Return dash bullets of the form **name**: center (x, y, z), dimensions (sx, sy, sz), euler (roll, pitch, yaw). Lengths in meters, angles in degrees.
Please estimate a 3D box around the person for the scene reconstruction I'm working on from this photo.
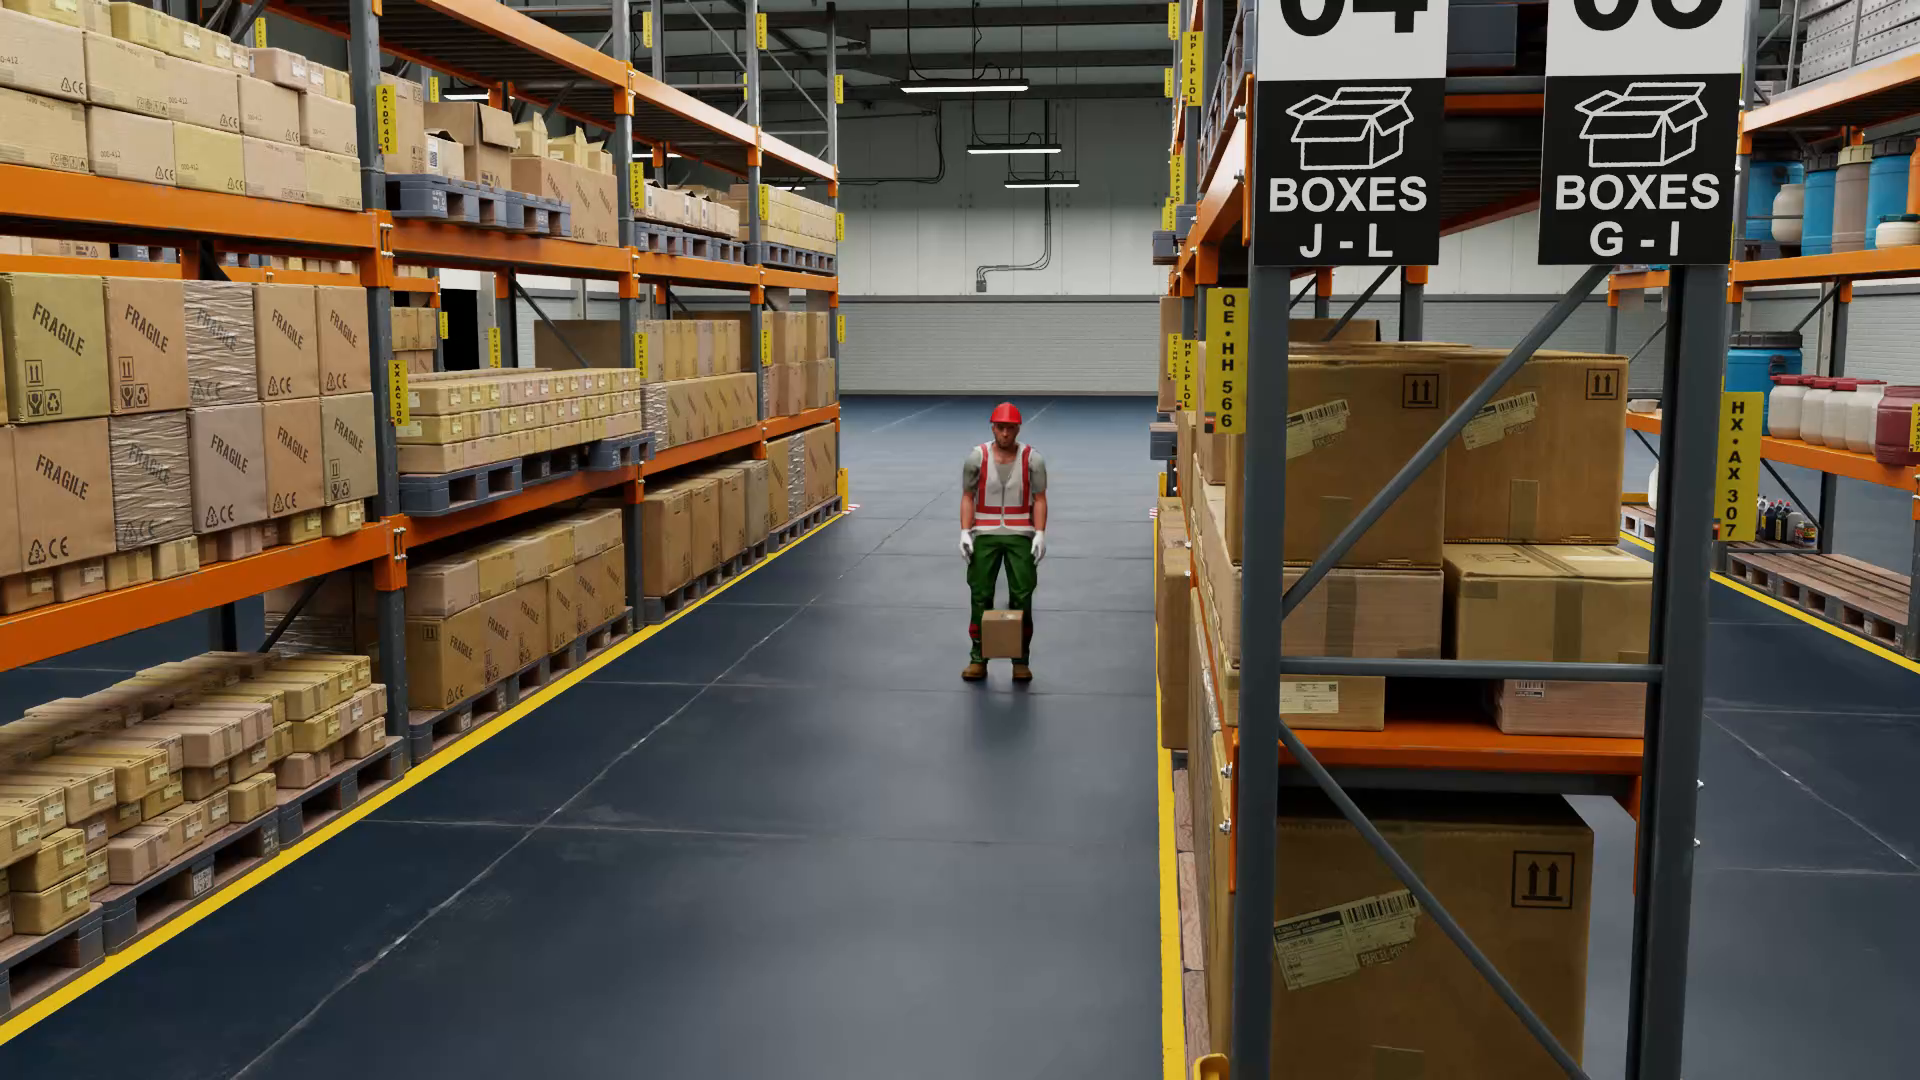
- **person**: center (0.278, 0.002, 10.702), dimensions (0.563, 1.782, 0.431), euler (1, 8, 4)
